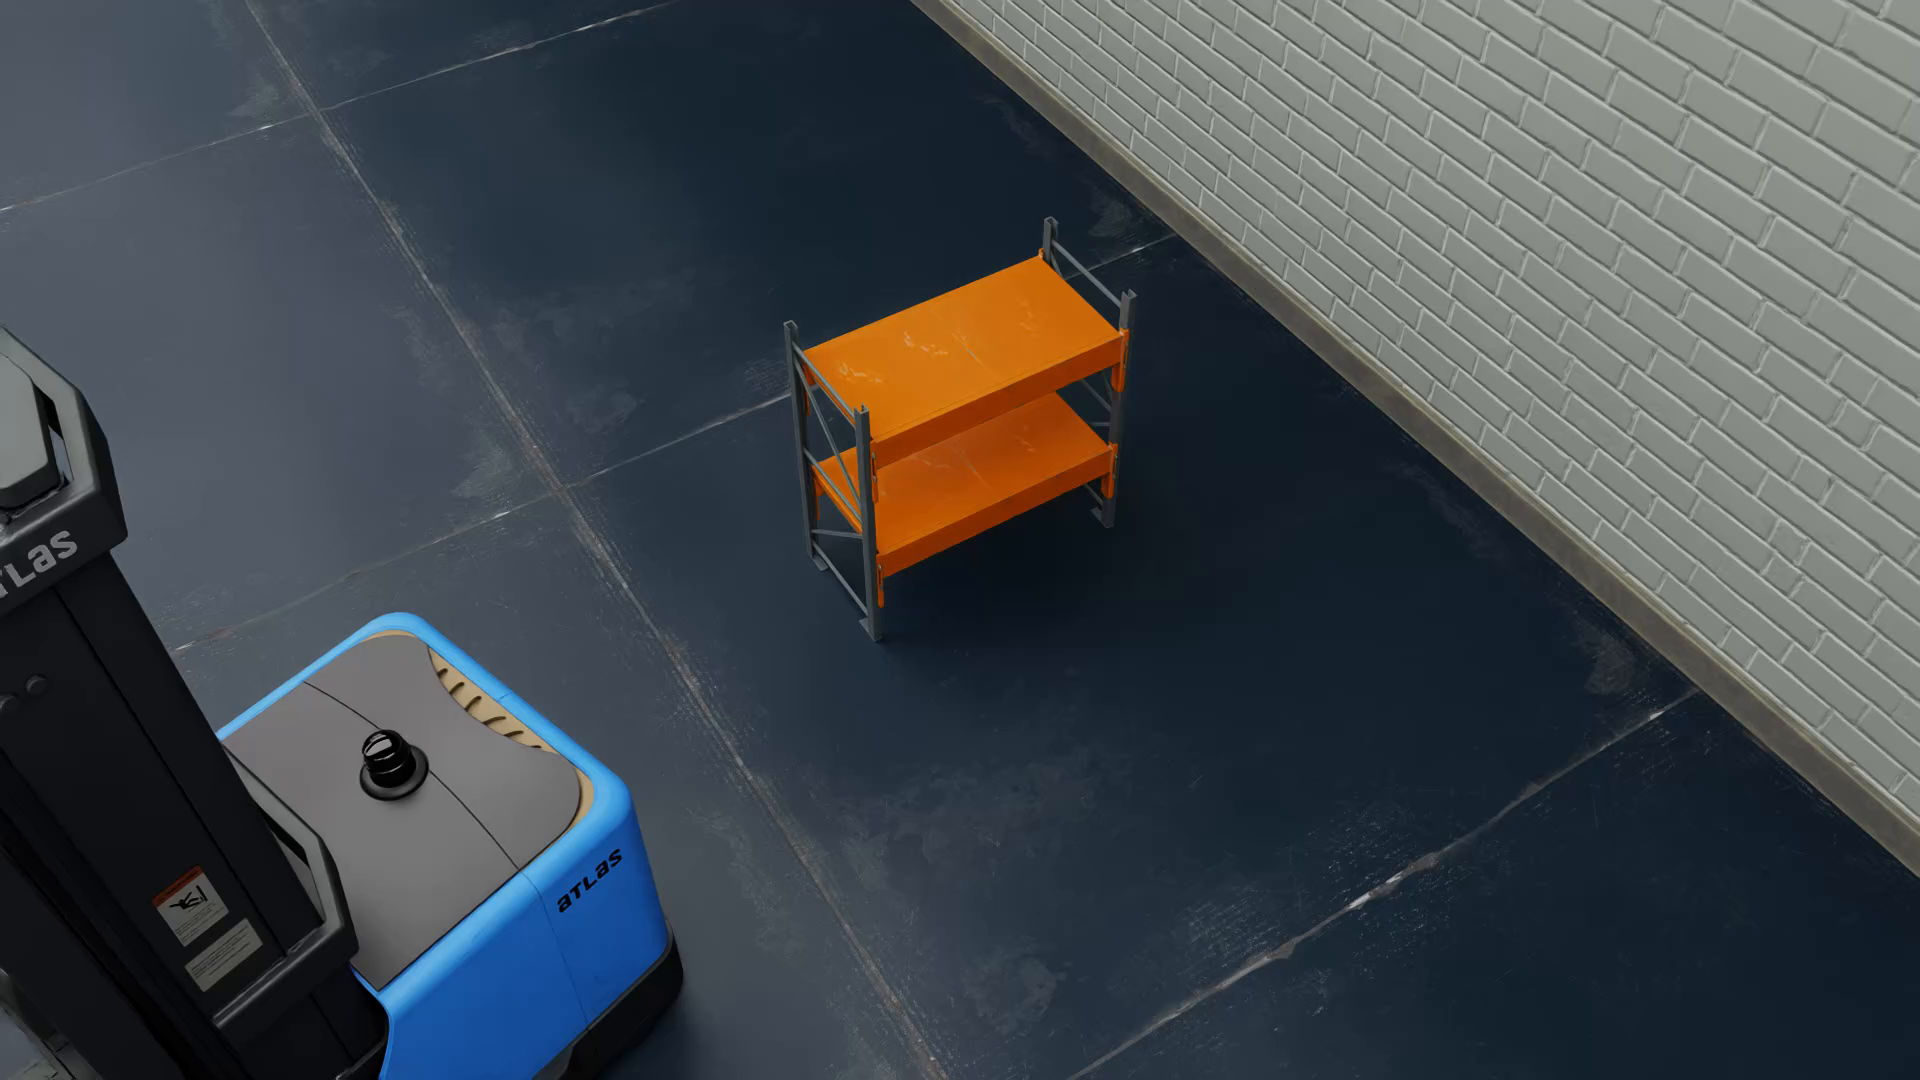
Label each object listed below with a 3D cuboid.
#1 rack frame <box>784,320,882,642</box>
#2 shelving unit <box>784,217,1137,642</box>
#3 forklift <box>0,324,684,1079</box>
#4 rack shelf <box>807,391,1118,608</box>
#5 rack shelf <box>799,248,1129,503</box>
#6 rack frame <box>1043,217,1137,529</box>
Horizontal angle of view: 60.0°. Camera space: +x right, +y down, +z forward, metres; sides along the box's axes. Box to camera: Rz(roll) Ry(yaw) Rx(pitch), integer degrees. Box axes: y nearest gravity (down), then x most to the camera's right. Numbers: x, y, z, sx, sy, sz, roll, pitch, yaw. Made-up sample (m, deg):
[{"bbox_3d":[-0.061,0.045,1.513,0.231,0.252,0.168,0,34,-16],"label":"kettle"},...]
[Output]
[{"bbox_3d":[-0.424,-0.174,5.652,0.032,1.125,0.500,-25,53,-21],"label":"rack frame"},{"bbox_3d":[0.006,-0.377,5.832,1.048,1.125,0.538,-25,53,-21],"label":"shelving unit"},{"bbox_3d":[-2.165,0.988,3.407,1.130,2.935,3.031,32,56,25],"label":"forklift"},{"bbox_3d":[0.006,-0.214,6.015,1.000,0.278,0.538,-25,53,-21],"label":"rack shelf"},{"bbox_3d":[0.006,-0.571,5.614,1.000,0.278,0.538,-25,53,-21],"label":"rack shelf"},{"bbox_3d":[0.436,-0.579,6.013,0.032,1.125,0.500,-25,53,-21],"label":"rack frame"}]
